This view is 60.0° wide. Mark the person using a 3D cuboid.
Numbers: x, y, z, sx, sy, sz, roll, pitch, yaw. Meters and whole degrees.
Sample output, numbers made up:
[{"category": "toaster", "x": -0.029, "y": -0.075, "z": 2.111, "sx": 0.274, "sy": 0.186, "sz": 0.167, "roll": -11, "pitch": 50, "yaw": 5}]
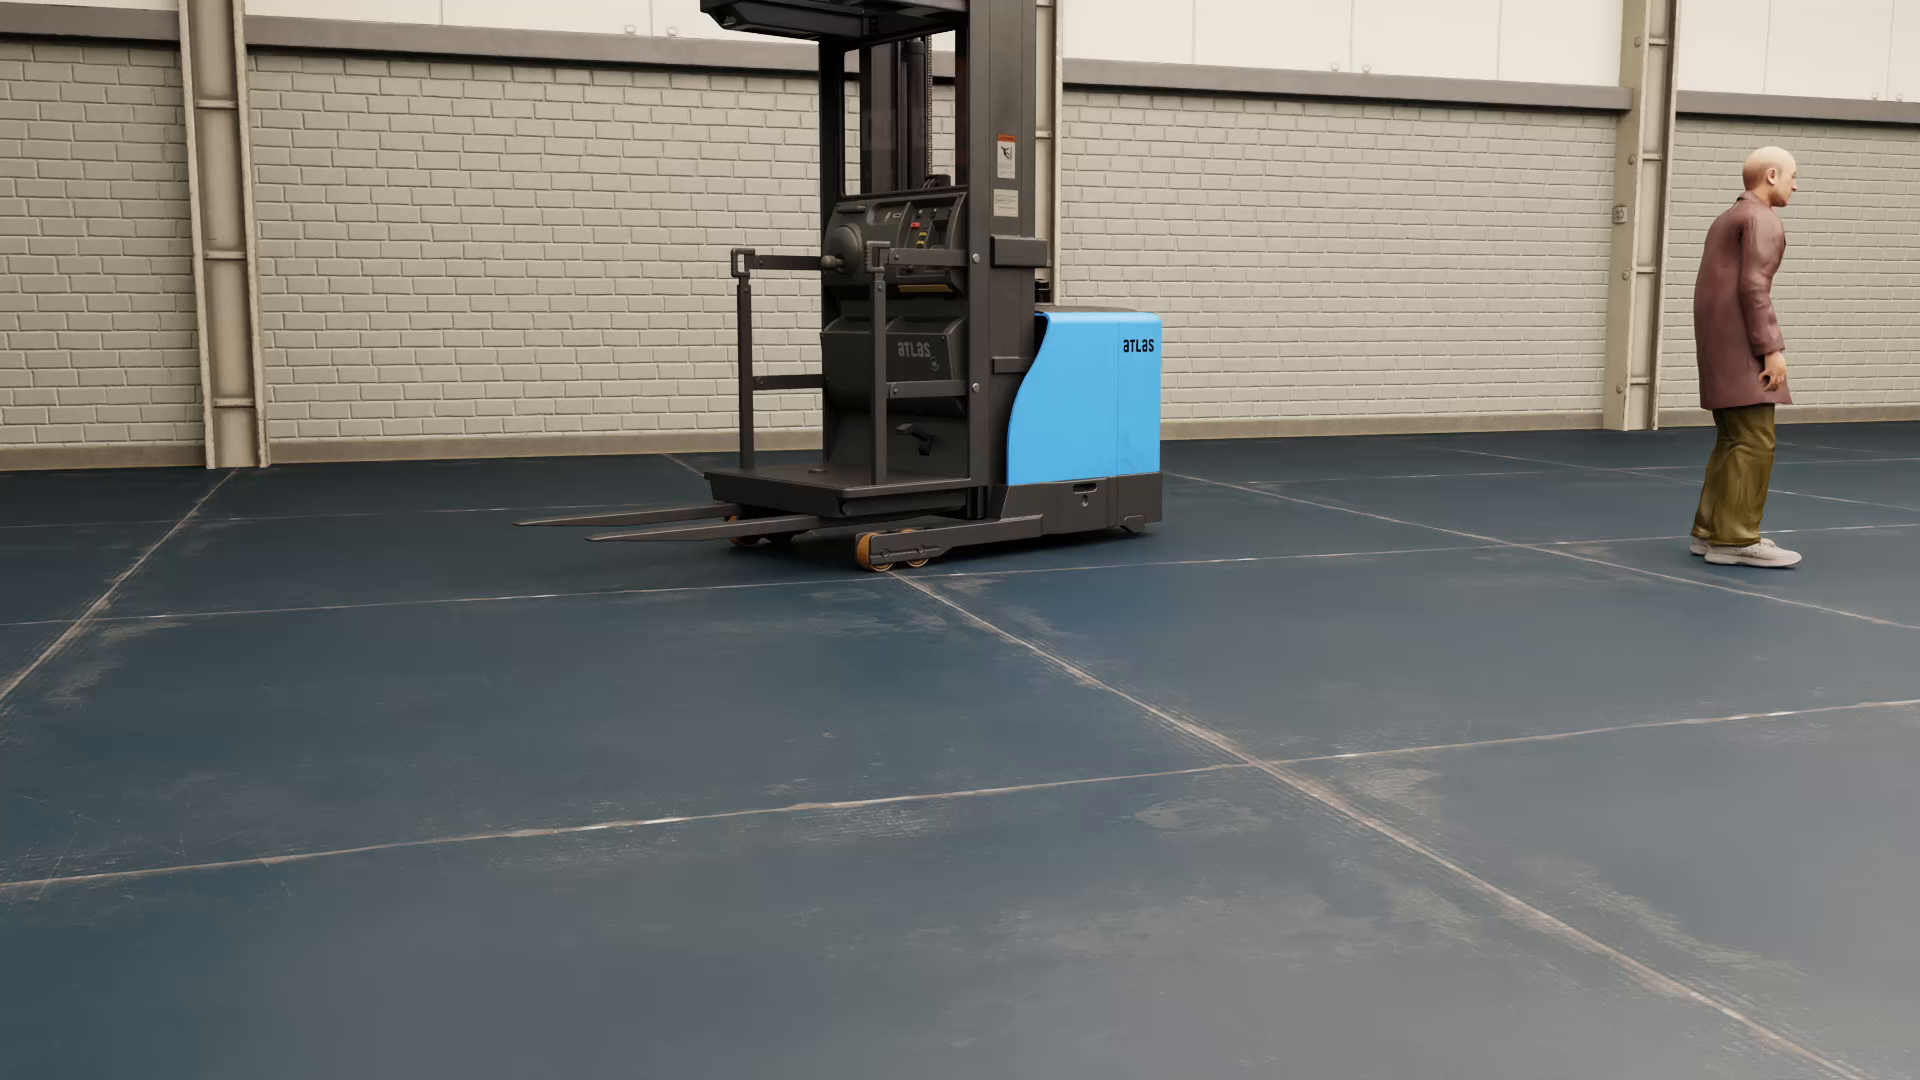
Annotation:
[{"category": "person", "x": 3.403, "y": -0.797, "z": 7.200, "sx": 0.422, "sy": 1.774, "sz": 0.655, "roll": 1, "pitch": 8, "yaw": 10}]

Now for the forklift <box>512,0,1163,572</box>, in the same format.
[{"category": "forklift", "x": -0.461, "y": -1.399, "z": 7.333, "sx": 3.031, "sy": 2.935, "sz": 1.130, "roll": -7, "pitch": 10, "yaw": -40}]
